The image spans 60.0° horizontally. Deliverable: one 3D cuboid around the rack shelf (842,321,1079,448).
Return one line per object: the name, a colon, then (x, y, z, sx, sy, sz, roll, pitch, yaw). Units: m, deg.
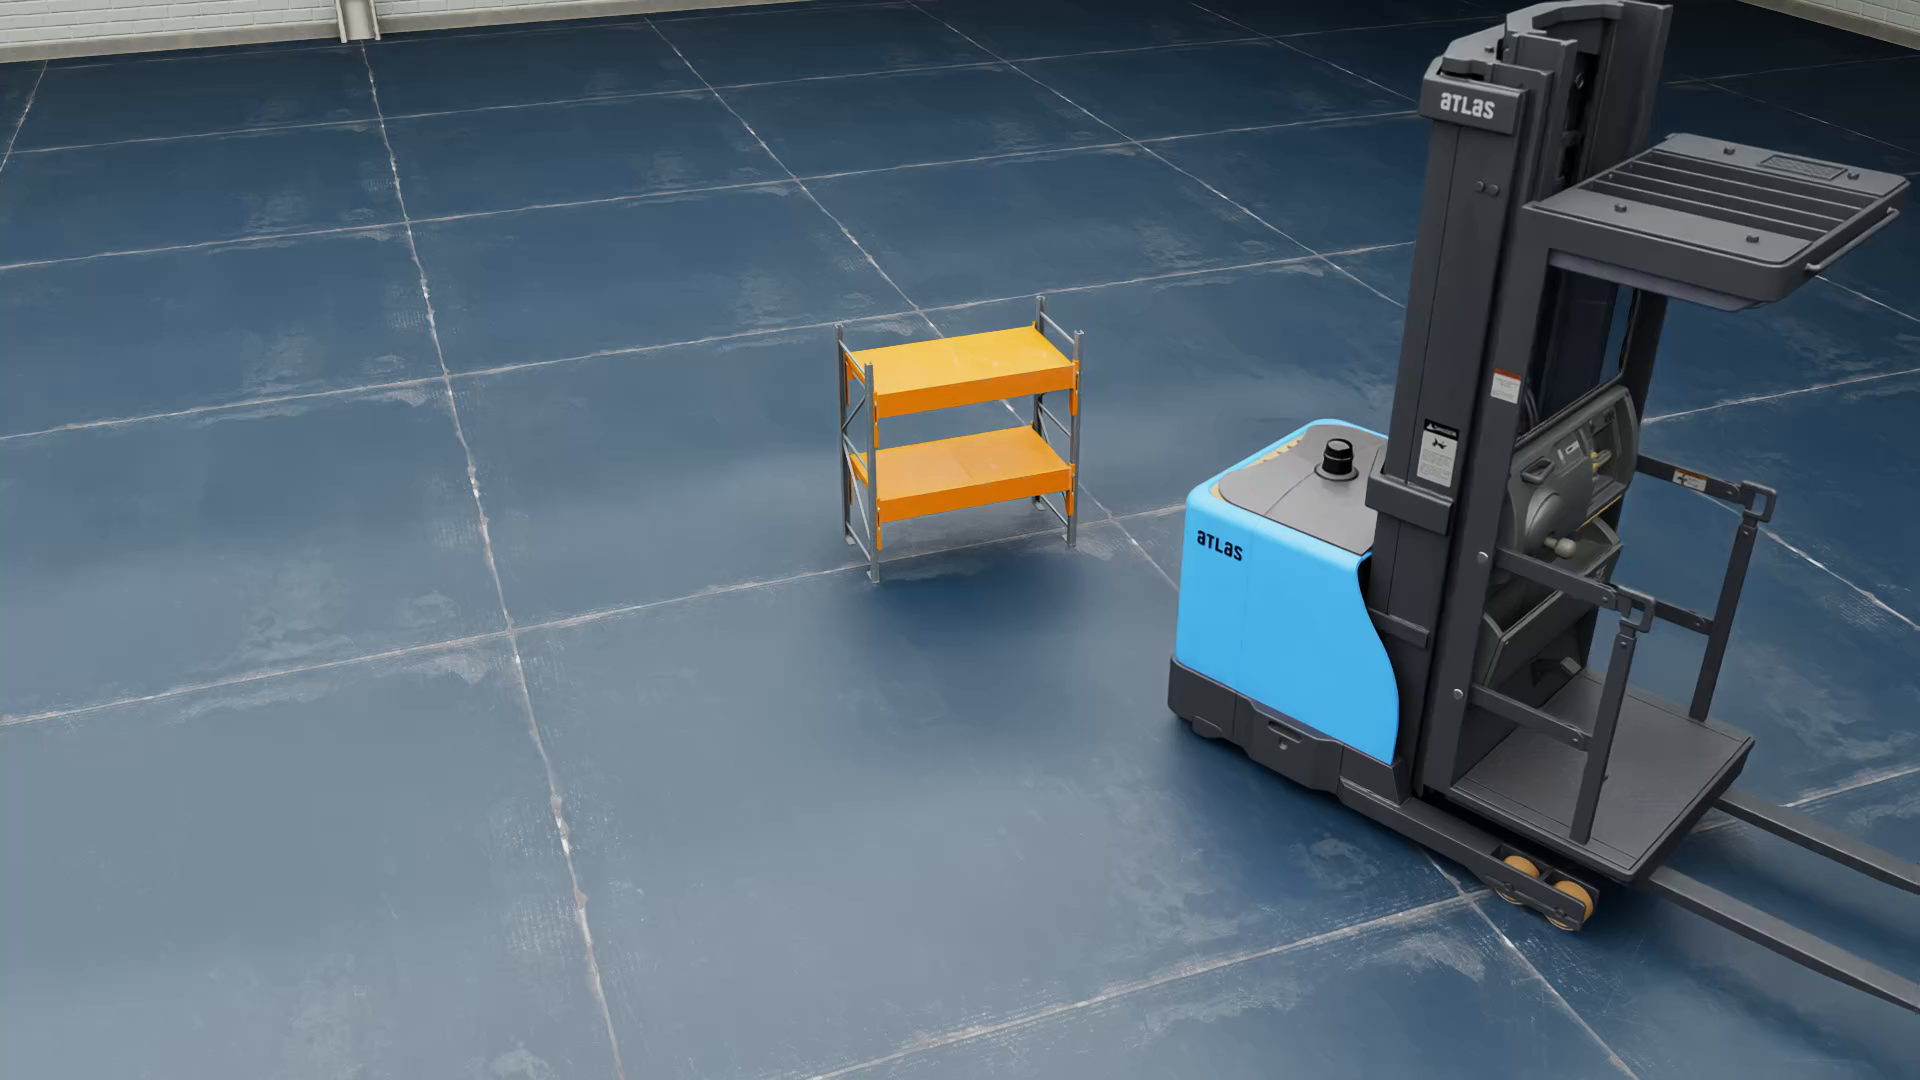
rack shelf: (-0.006, -0.742, 7.825, 1.000, 0.278, 0.538, -10, 31, -18)

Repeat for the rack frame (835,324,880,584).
rack frame: (-0.483, -0.400, 7.815, 0.032, 1.125, 0.500, -10, 31, -18)

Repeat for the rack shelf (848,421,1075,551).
rack shelf: (-0.006, -0.275, 8.091, 1.000, 0.278, 0.538, -10, 31, -18)

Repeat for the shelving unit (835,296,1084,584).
shelving unit: (-0.006, -0.488, 7.969, 1.048, 1.125, 0.538, -10, 31, -18)

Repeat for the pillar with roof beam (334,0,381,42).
pillar with roof beam: (-4.829, -7.216, 11.825, 0.400, 9.000, 9.100, -10, 31, -18)

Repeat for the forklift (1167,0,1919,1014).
forklift: (2.275, -0.197, 5.635, 3.031, 2.935, 1.130, 25, 38, 37)

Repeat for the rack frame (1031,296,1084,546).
rack frame: (0.470, -0.575, 8.124, 0.032, 1.125, 0.500, -10, 31, -18)
